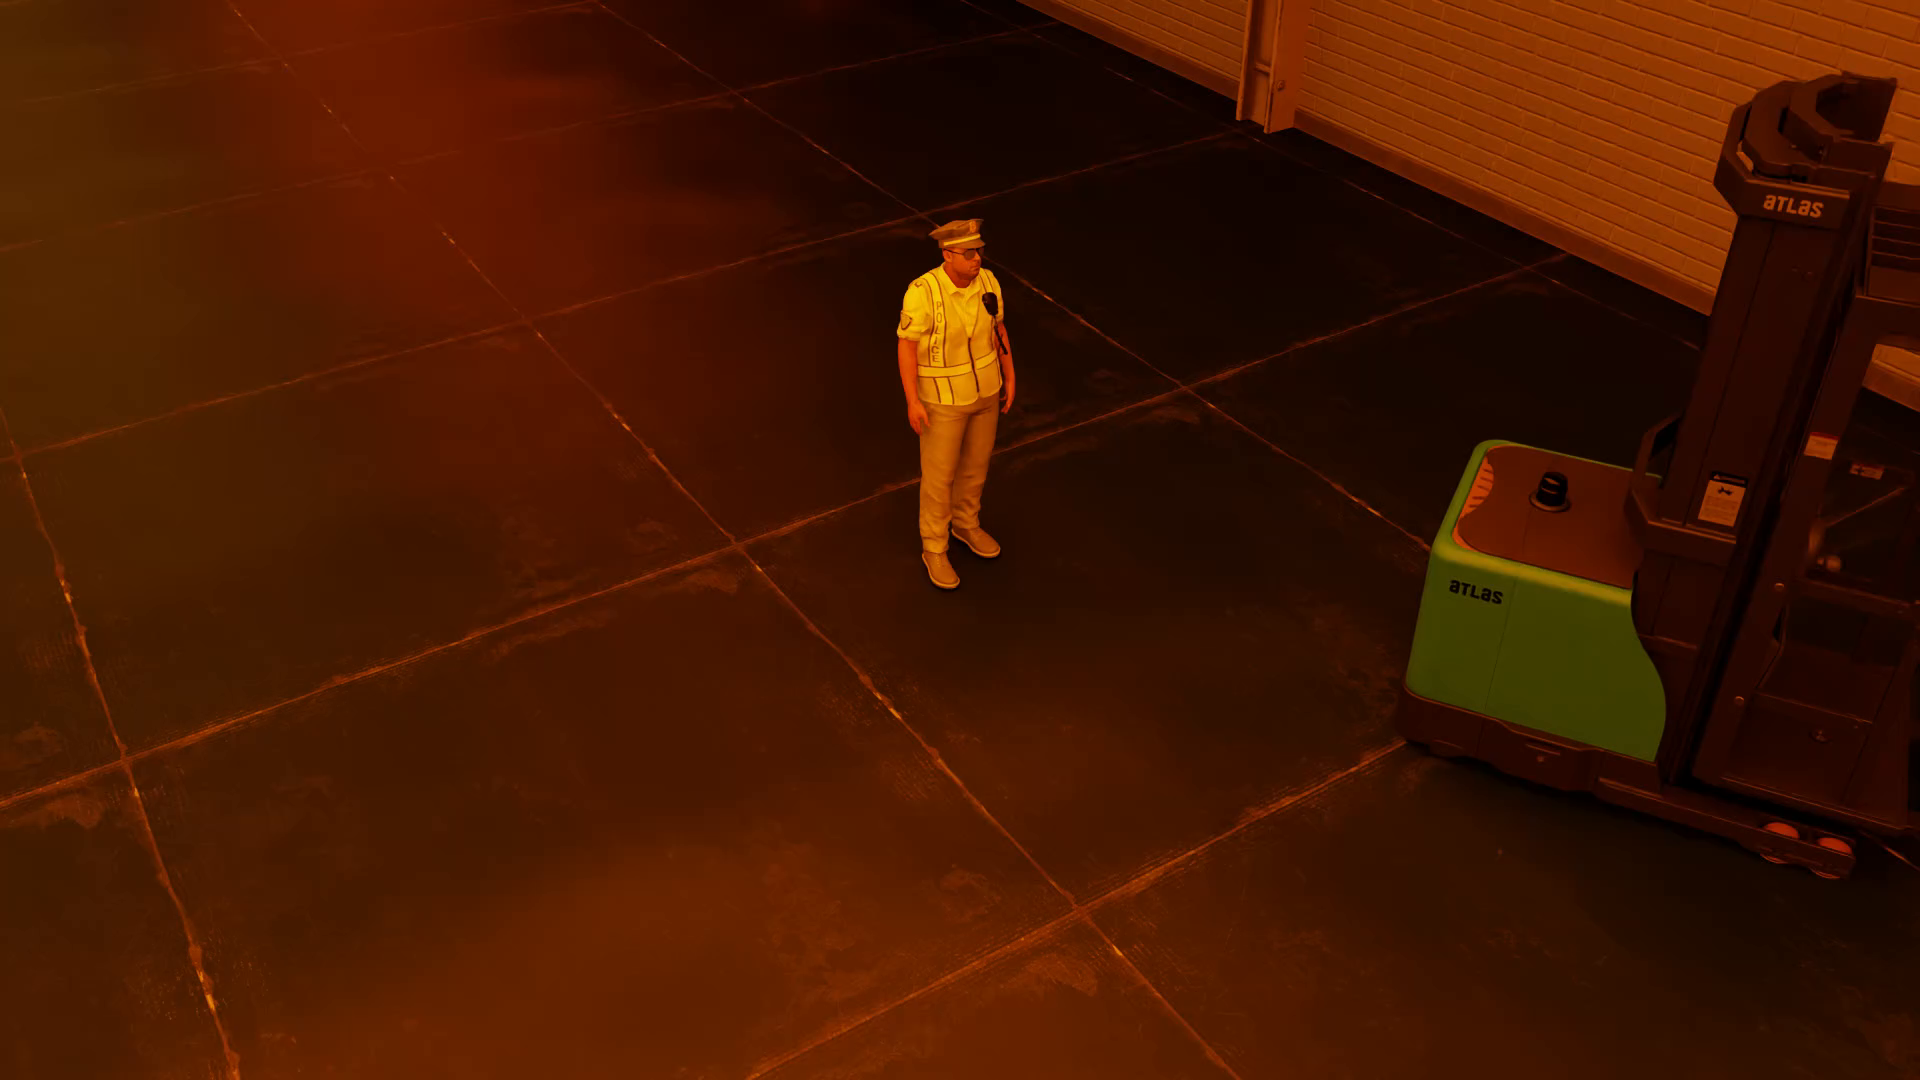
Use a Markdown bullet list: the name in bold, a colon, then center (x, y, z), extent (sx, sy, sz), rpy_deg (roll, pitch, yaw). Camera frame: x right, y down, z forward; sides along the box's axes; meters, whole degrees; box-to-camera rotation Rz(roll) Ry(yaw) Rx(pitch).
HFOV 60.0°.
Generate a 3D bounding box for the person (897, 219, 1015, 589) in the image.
- **person**: center (0.033, -0.694, 8.121), extent (0.641, 1.781, 0.574), rpy_deg (-21, 40, -27)

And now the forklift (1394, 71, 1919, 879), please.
- **forklift**: center (3.488, -0.177, 6.399), extent (3.031, 2.935, 1.130), rpy_deg (16, 38, 21)
